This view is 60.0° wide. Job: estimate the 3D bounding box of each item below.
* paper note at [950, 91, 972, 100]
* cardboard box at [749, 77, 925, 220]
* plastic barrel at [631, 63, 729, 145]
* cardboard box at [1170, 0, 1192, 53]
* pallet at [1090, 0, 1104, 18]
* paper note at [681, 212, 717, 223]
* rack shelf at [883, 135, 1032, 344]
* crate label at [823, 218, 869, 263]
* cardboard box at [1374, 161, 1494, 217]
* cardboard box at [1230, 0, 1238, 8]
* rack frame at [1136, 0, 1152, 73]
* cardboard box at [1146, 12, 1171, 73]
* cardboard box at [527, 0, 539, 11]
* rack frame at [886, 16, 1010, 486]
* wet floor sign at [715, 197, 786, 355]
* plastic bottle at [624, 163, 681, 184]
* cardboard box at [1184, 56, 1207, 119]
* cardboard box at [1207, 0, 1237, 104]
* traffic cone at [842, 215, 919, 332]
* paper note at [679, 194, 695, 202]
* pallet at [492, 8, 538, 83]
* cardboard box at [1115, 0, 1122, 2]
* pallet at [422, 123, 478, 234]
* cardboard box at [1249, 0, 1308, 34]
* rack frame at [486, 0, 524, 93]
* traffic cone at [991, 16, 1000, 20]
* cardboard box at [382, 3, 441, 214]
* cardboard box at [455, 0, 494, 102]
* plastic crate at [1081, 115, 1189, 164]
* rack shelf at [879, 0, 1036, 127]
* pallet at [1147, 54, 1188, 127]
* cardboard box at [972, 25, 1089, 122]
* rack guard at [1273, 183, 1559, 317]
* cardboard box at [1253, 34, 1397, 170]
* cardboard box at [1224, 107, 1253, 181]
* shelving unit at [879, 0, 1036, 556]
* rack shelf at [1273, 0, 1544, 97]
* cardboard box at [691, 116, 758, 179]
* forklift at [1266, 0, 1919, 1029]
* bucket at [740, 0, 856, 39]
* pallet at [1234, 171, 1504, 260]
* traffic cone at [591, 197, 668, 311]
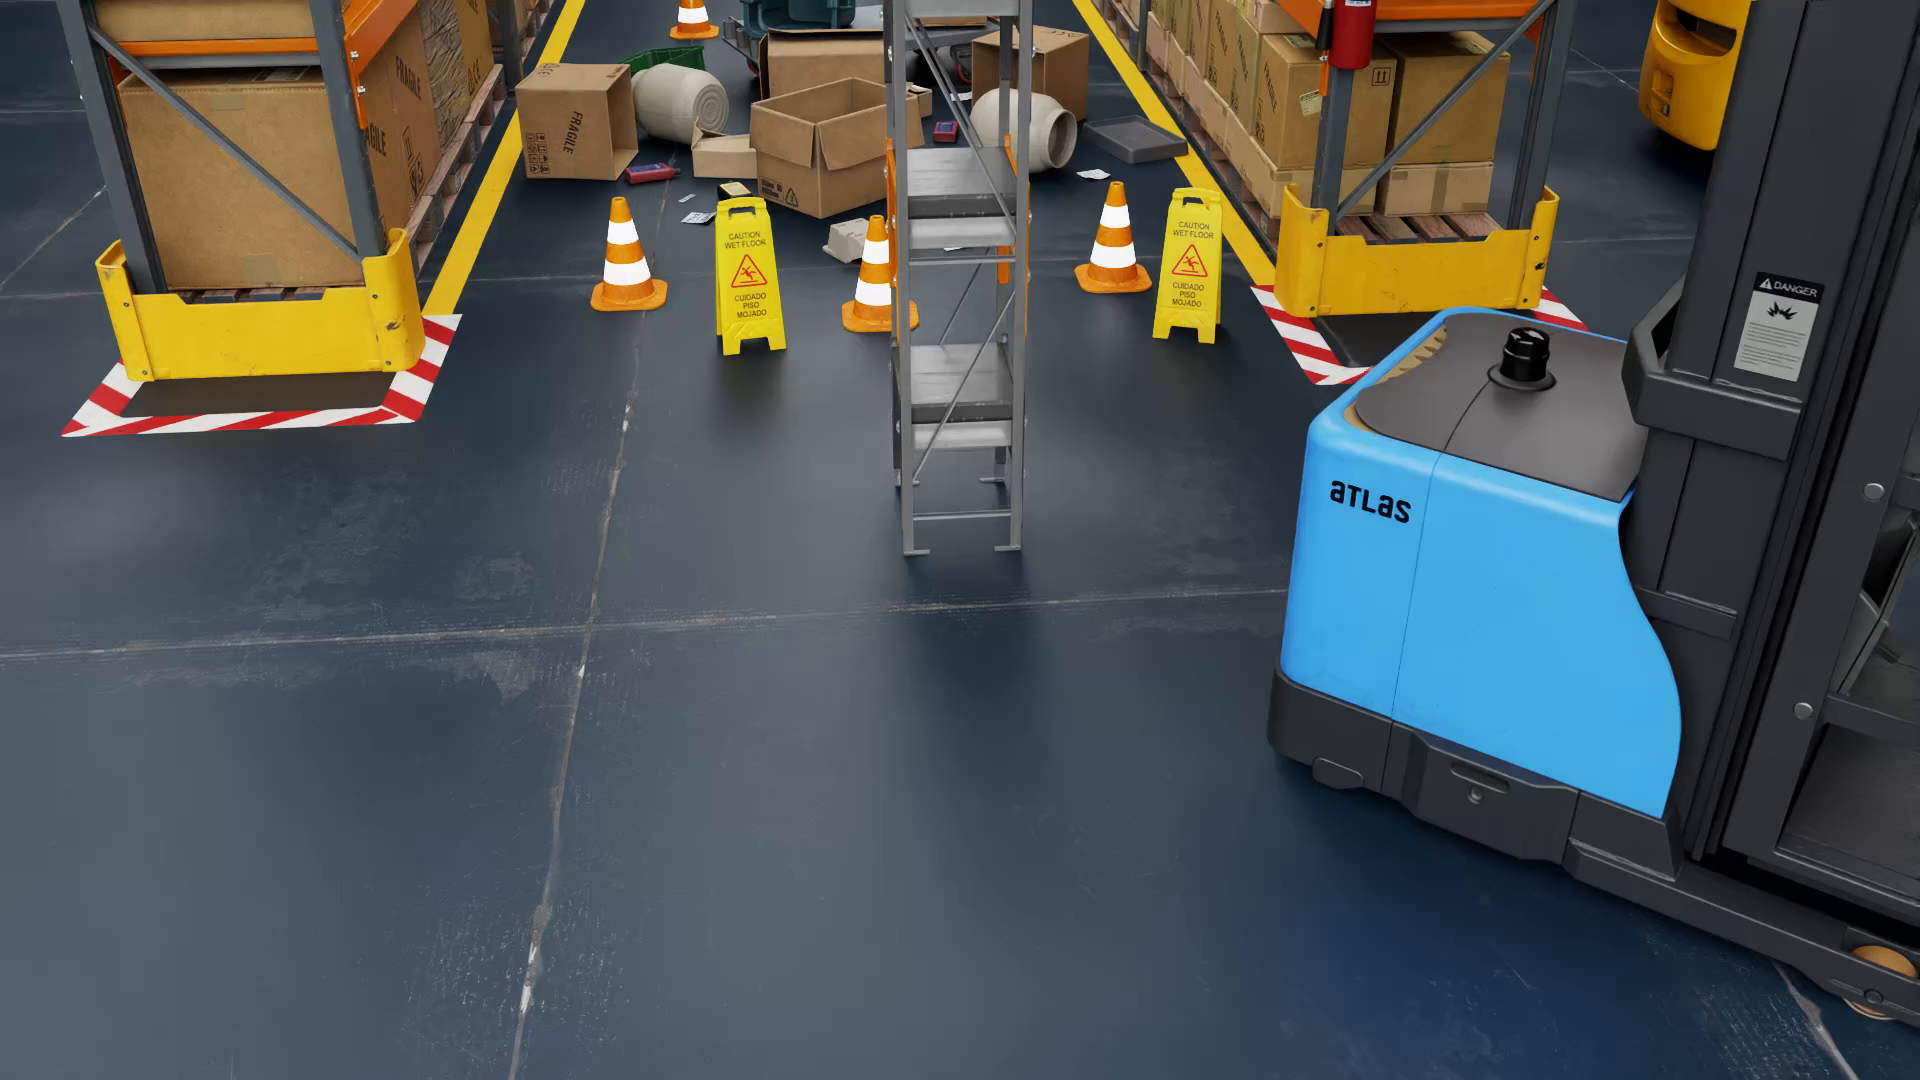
[{"bbox_3d":[0.019,-2.769,10.356,0.148,0.019,0.142,-3,31,-5],"label":"paper note"},{"bbox_3d":[-0.643,-2.057,8.704,0.637,0.503,0.797,27,40,37],"label":"cardboard box"},{"bbox_3d":[-1.618,-2.495,9.515,0.512,0.421,0.421,20,36,29],"label":"plastic barrel"},{"bbox_3d":[1.516,-3.131,9.607,0.500,0.500,0.500,-2,31,-3],"label":"cardboard box"},{"bbox_3d":[1.476,-4.221,12.610,1.003,0.211,1.213,-3,31,-5],"label":"pallet"},{"bbox_3d":[-1.330,-1.650,8.485,0.144,0.017,0.142,8,32,13],"label":"paper note"},{"bbox_3d":[-0.015,-0.974,5.360,0.431,0.518,0.480,-3,31,-5],"label":"rack shelf"},{"bbox_3d":[-0.492,-1.454,8.051,0.250,0.136,0.298,-20,36,-30],"label":"crate label"},{"bbox_3d":[2.241,-1.779,8.075,0.500,0.250,0.500,-3,31,-5],"label":"cardboard box"},{"bbox_3d":[1.563,-2.798,8.417,0.380,0.149,0.250,-1,31,-2],"label":"cardboard box"},{"bbox_3d":[1.668,-4.396,10.184,1.000,3.000,0.127,-3,31,-5],"label":"rack frame"},{"bbox_3d":[1.454,-3.082,10.256,0.500,0.250,0.500,-4,31,-7],"label":"cardboard box"},{"bbox_3d":[-3.485,-4.127,11.518,1.050,0.750,0.750,-3,31,-5],"label":"cardboard box"},{"bbox_3d":[-0.038,-1.111,5.562,0.400,2.100,0.015,-3,31,-5],"label":"rack frame"},{"bbox_3d":[-0.903,-1.134,7.020,0.267,0.644,0.232,-8,32,-13],"label":"wet floor sign"},{"bbox_3d":[-1.666,-1.995,9.030,0.283,0.061,0.133,-14,33,-22],"label":"plastic bottle"},{"bbox_3d":[1.567,-2.539,9.347,0.500,0.250,0.500,-3,31,-5],"label":"cardboard box"},{"bbox_3d":[1.615,-2.596,8.712,0.500,0.500,0.500,-3,31,-6],"label":"cardboard box"},{"bbox_3d":[-0.356,-1.196,7.300,0.336,0.463,0.334,-3,31,-5],"label":"traffic cone"},{"bbox_3d":[-1.437,-1.799,8.752,0.032,0.001,0.123,13,33,21],"label":"paper note"},{"bbox_3d":[-3.398,-3.300,11.070,1.003,0.211,1.213,-3,31,-5],"label":"pallet"},{"bbox_3d":[1.546,-4.083,11.813,0.950,0.372,0.625,-1,31,-1],"label":"cardboard box"},{"bbox_3d":[-3.141,-1.894,8.715,1.003,0.211,1.213,-3,31,-5],"label":"pallet"},{"bbox_3d":[1.606,-2.535,7.976,0.380,0.149,0.250,-2,31,-3],"label":"cardboard box"},{"bbox_3d":[-3.251,-4.107,9.701,1.000,3.000,0.127,-3,31,-5],"label":"rack frame"},{"bbox_3d":[0.158,-3.873,11.783,0.336,0.463,0.334,-3,31,-5],"label":"traffic cone"},{"bbox_3d":[-3.091,-2.125,8.045,0.875,0.875,0.875,-3,31,-5],"label":"cardboard box"},{"bbox_3d":[-3.262,-3.051,9.595,0.875,0.875,0.875,-2,31,-4],"label":"cardboard box"},{"bbox_3d":[0.998,-2.302,9.525,0.402,0.080,0.583,-14,33,-22],"label":"plastic crate"},{"bbox_3d":[-0.015,-1.575,5.001,0.431,0.518,0.480,-3,31,-5],"label":"rack shelf"},{"bbox_3d":[1.766,-2.858,10.328,1.003,0.211,1.213,-3,31,-5],"label":"pallet"},{"bbox_3d":[0.413,-2.712,9.800,0.500,0.500,0.500,20,36,29],"label":"cardboard box"},{"bbox_3d":[2.034,-1.319,7.471,1.175,0.500,0.348,-3,31,-5],"label":"rack guard"},{"bbox_3d":[1.707,-2.072,7.834,0.500,0.500,0.500,-3,31,-4],"label":"cardboard box"},{"bbox_3d":[1.658,-2.018,8.476,0.500,0.250,0.500,-3,31,-4],"label":"cardboard box"},{"bbox_3d":[-0.015,-0.986,5.353,0.431,2.100,0.503,-3,31,-5],"label":"shelving unit"},{"bbox_3d":[1.855,-3.066,8.659,1.077,0.370,4.000,-3,31,-5],"label":"rack shelf"},{"bbox_3d":[-1.257,-2.144,9.081,0.396,0.266,0.258,2,31,4],"label":"cardboard box"},{"bbox_3d":[2.358,-0.395,3.553,3.031,2.935,1.130,20,36,30],"label":"forklift"},{"bbox_3d":[-0.943,-3.395,10.219,0.726,0.611,0.620,8,22,13],"label":"bucket"},{"bbox_3d":[1.994,-1.612,8.243,1.003,0.211,1.213,-3,31,-5],"label":"pallet"},{"bbox_3d":[-1.513,-1.315,7.500,0.336,0.463,0.334,-3,31,-5],"label":"traffic cone"}]
